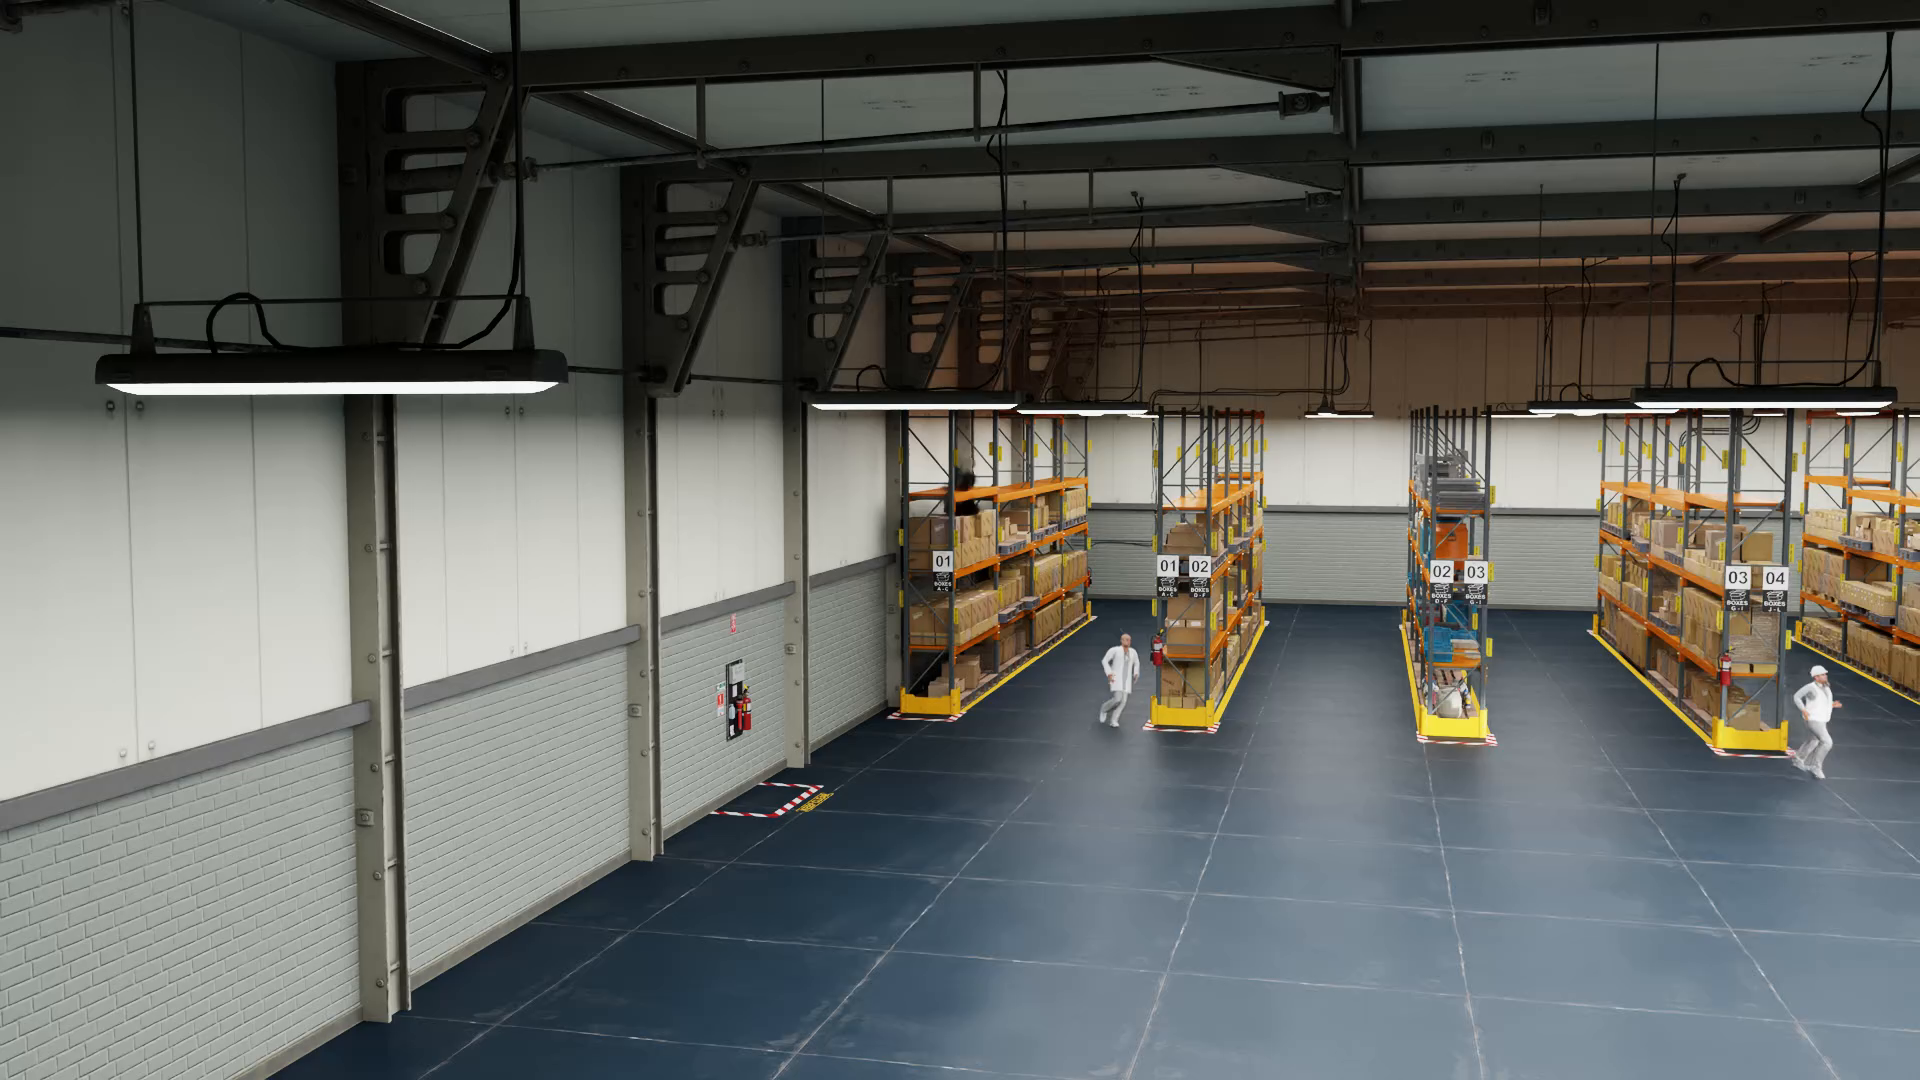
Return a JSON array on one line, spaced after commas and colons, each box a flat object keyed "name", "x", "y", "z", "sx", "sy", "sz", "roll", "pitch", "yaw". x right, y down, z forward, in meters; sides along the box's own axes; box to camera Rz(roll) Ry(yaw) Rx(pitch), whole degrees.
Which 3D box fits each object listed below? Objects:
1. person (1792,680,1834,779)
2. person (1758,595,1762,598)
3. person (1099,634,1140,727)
[{"name": "person", "x": 13.789, "y": 3.032, "z": 26.852, "sx": 0.639, "sy": 1.602, "sz": 0.692, "roll": -3, "pitch": 5, "yaw": -35}, {"name": "person", "x": 20.800, "y": 1.690, "z": 44.012, "sx": 1.030, "sy": 1.721, "sz": 0.725, "roll": -4, "pitch": 6, "yaw": -43}, {"name": "person", "x": 3.036, "y": 2.627, "z": 31.187, "sx": 0.755, "sy": 1.722, "sz": 0.626, "roll": -2, "pitch": 4, "yaw": -23}]
